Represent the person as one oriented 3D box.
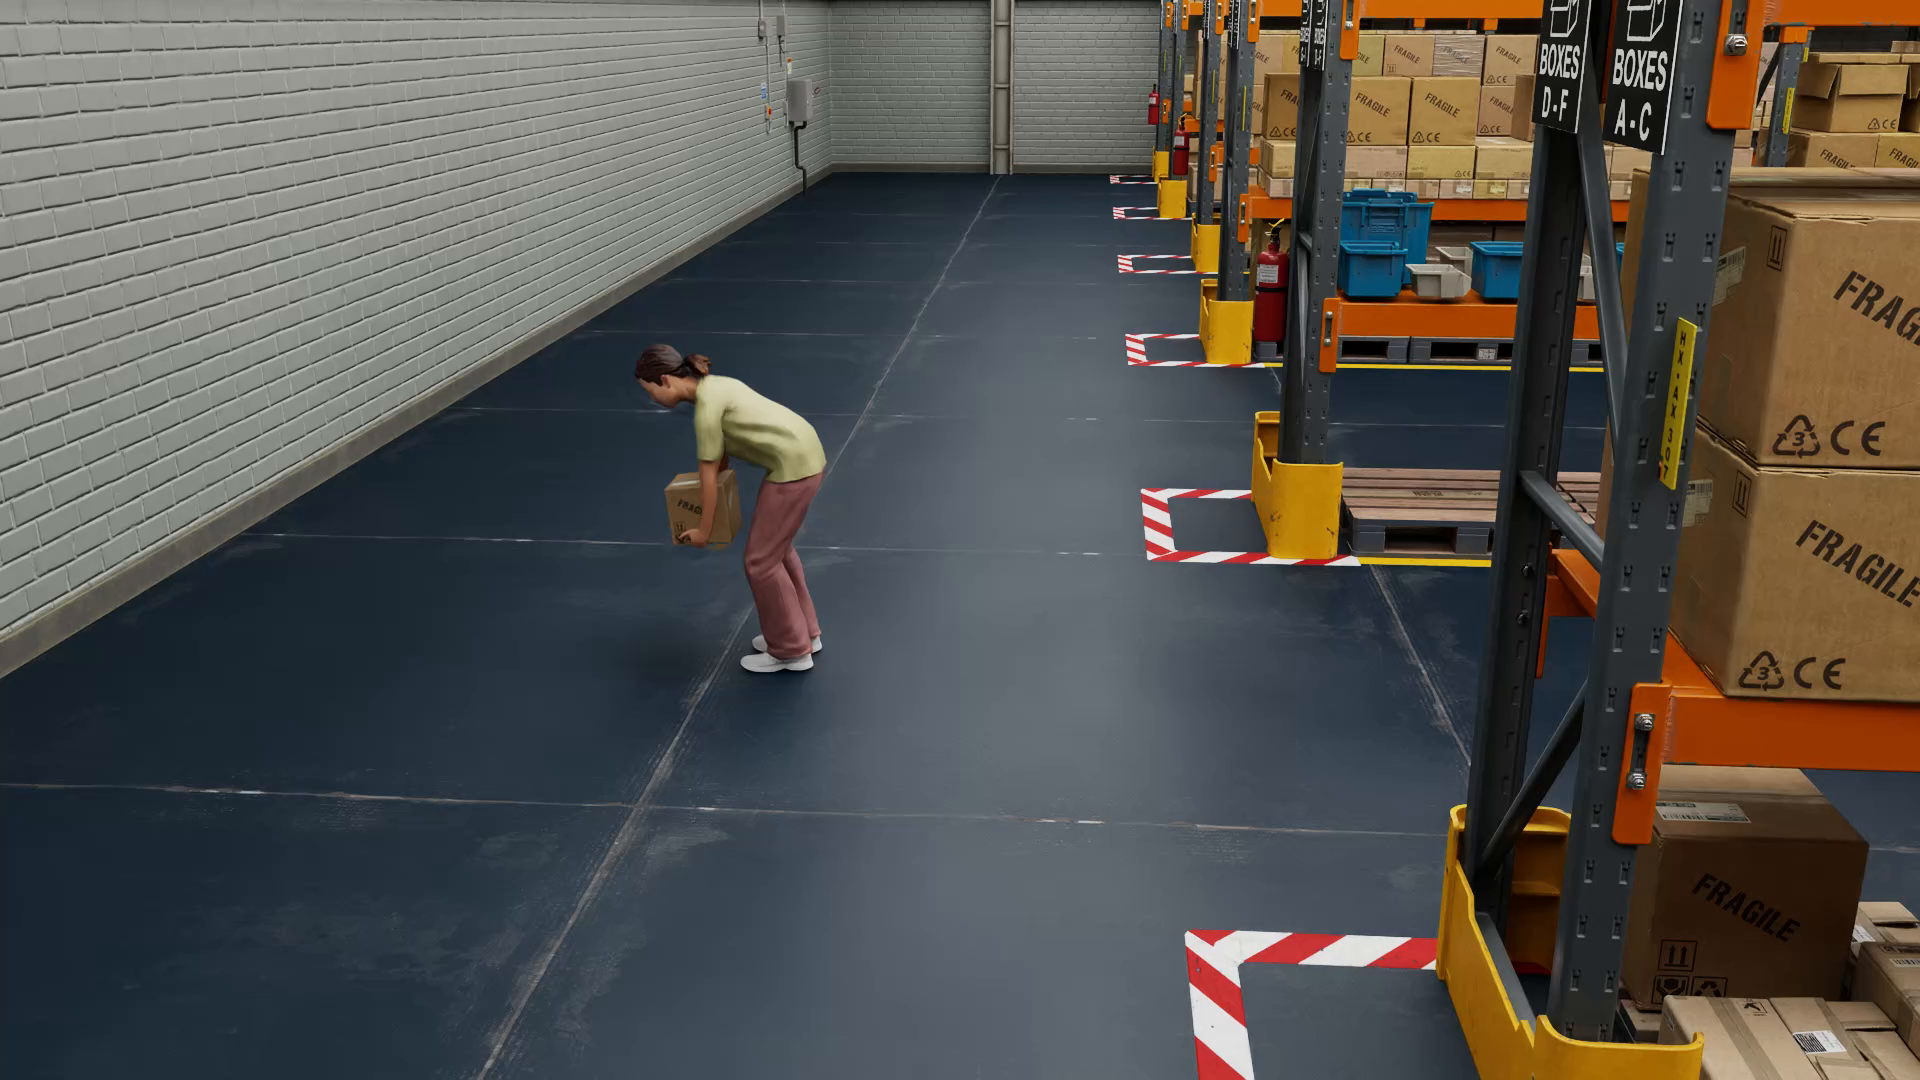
[{"bbox_3d":[-0.950,-0.141,6.996,0.777,1.380,0.406,1,18,3],"label":"person"}]
